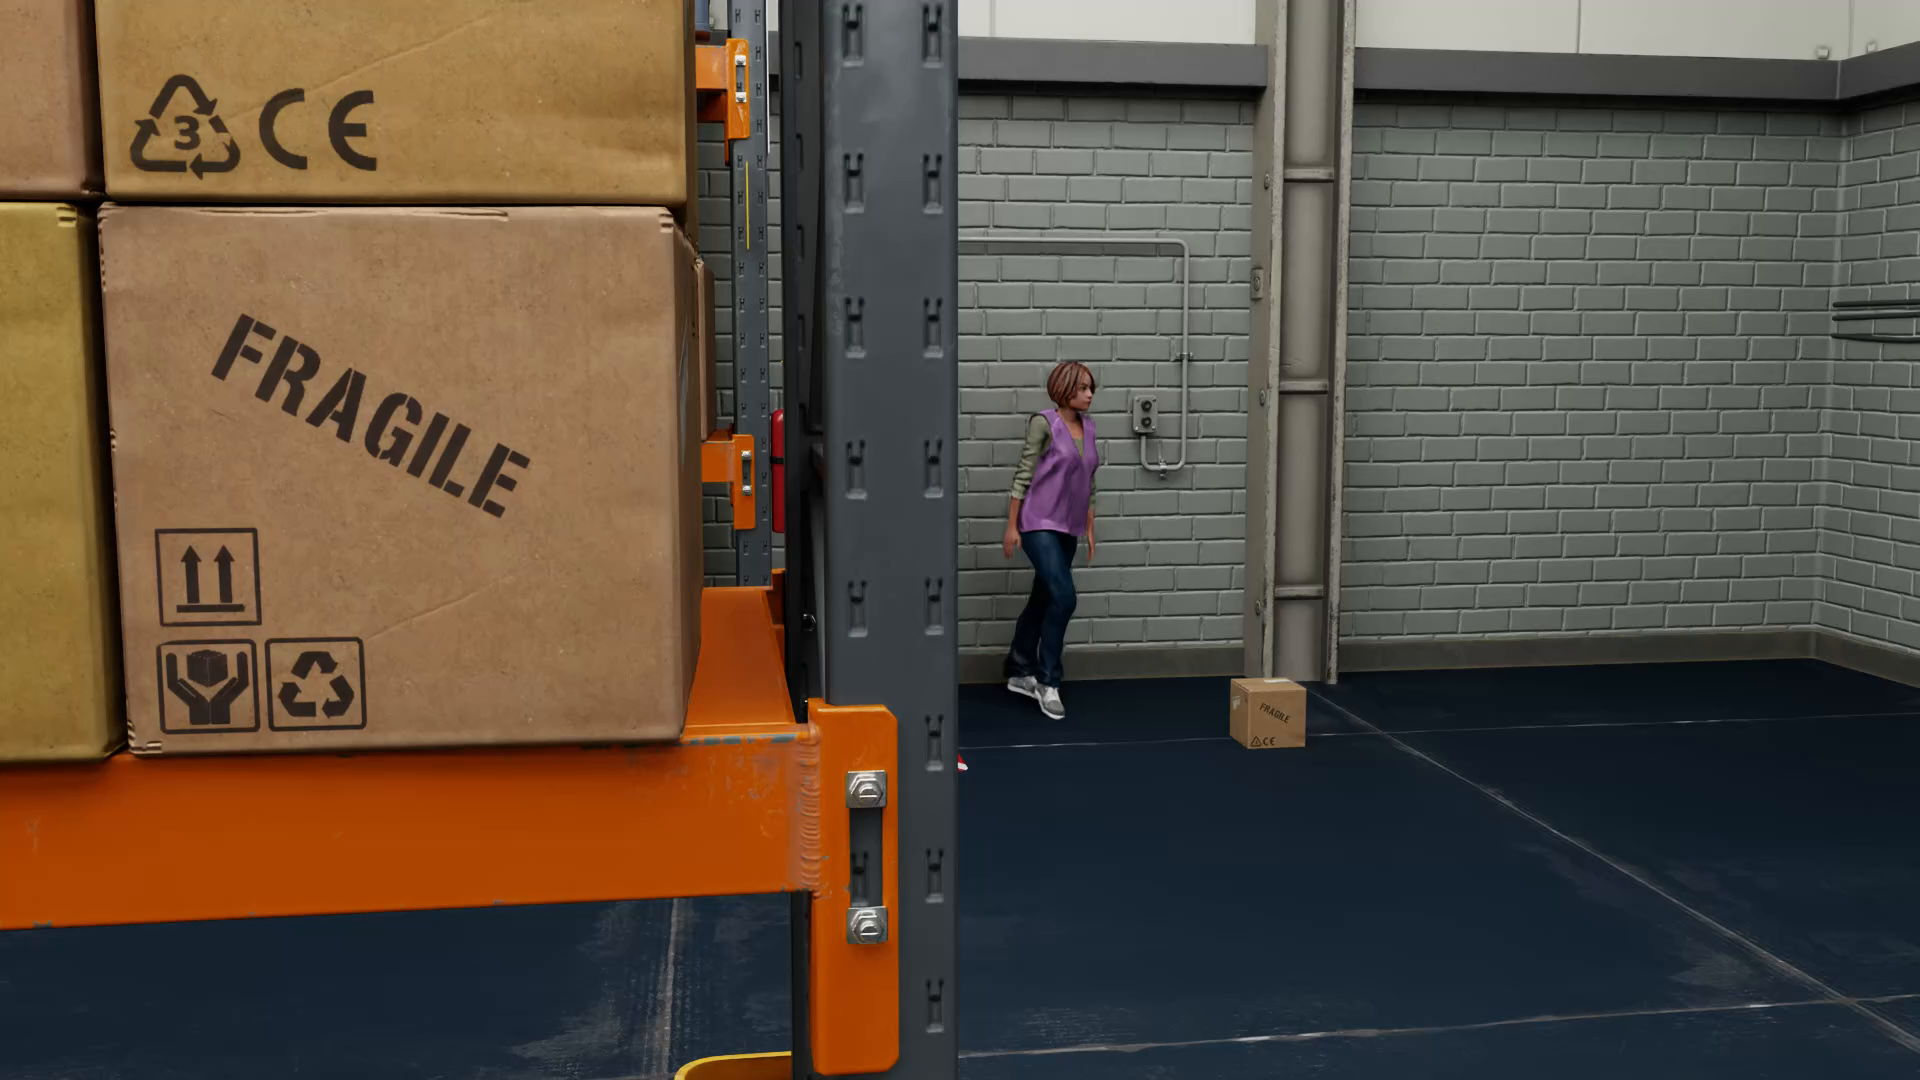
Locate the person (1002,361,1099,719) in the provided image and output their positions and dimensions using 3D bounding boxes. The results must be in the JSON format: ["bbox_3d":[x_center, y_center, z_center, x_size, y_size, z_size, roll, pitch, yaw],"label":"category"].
[{"bbox_3d":[0.408,-0.020,7.695,0.512,1.607,0.441,6,9,44],"label":"person"}]
